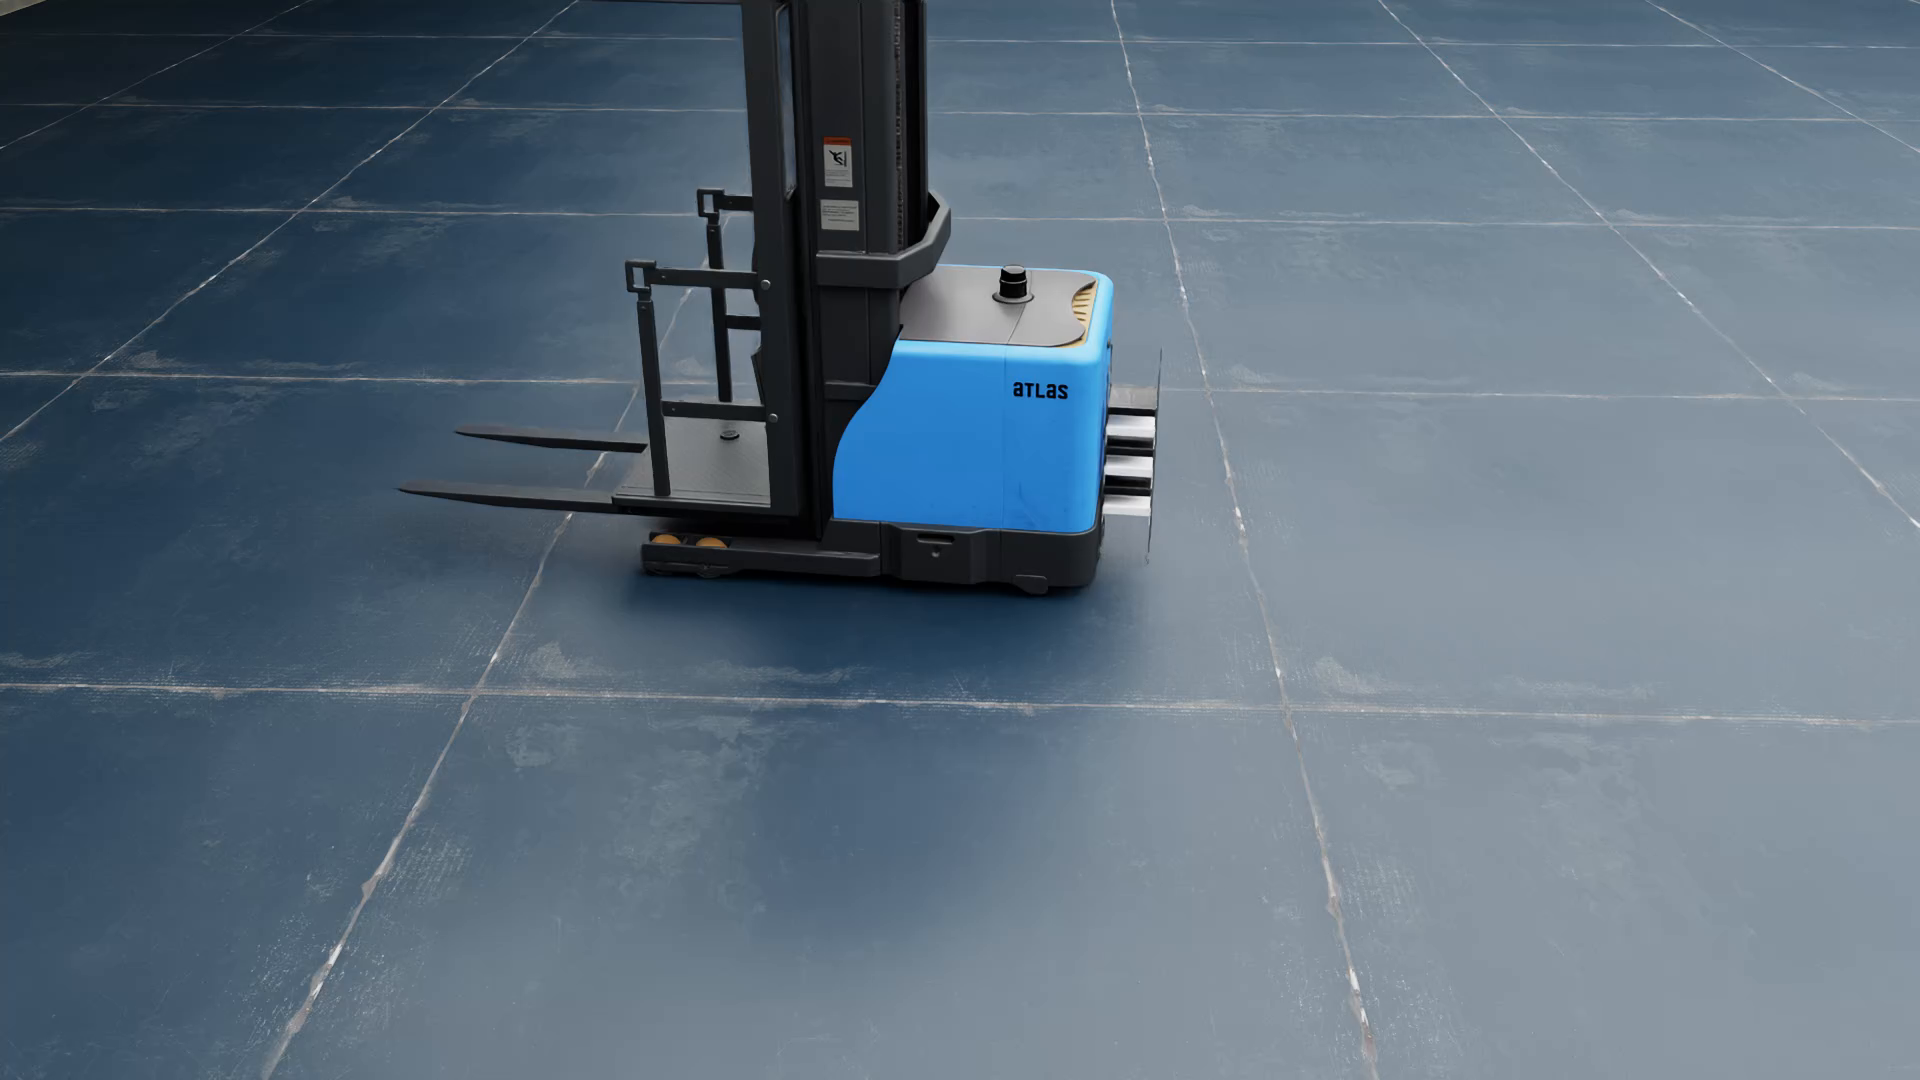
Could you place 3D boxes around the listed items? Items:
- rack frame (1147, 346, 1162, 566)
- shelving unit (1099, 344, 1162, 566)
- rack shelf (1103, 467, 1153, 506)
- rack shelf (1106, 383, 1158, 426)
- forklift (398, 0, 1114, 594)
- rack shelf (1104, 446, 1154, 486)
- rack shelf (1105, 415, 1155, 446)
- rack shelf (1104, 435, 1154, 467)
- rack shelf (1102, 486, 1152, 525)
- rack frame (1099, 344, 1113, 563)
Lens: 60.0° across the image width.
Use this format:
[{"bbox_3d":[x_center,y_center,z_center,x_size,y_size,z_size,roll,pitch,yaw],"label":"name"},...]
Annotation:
[{"bbox_3d":[0.811,-0.342,6.935,0.006,0.900,0.240,4,28,7],"label":"rack frame"},{"bbox_3d":[0.710,-0.349,6.947,0.210,0.900,0.258,4,28,7],"label":"shelving unit"},{"bbox_3d":[0.710,-0.240,7.005,0.200,0.077,0.258,4,28,7],"label":"rack shelf"},{"bbox_3d":[0.710,-0.558,6.837,0.200,0.077,0.258,4,28,7],"label":"rack shelf"},{"bbox_3d":[-0.890,-1.375,6.715,3.031,2.935,1.130,4,28,7],"label":"forklift"},{"bbox_3d":[0.710,-0.319,6.963,0.200,0.077,0.258,4,28,7],"label":"rack shelf"},{"bbox_3d":[0.710,-0.478,6.879,0.200,0.077,0.258,4,28,7],"label":"rack shelf"},{"bbox_3d":[0.710,-0.399,6.921,0.200,0.077,0.258,4,28,7],"label":"rack shelf"},{"bbox_3d":[0.710,-0.160,7.047,0.200,0.077,0.258,4,28,7],"label":"rack shelf"},{"bbox_3d":[0.610,-0.356,6.960,0.006,0.900,0.240,4,28,7],"label":"rack frame"}]
